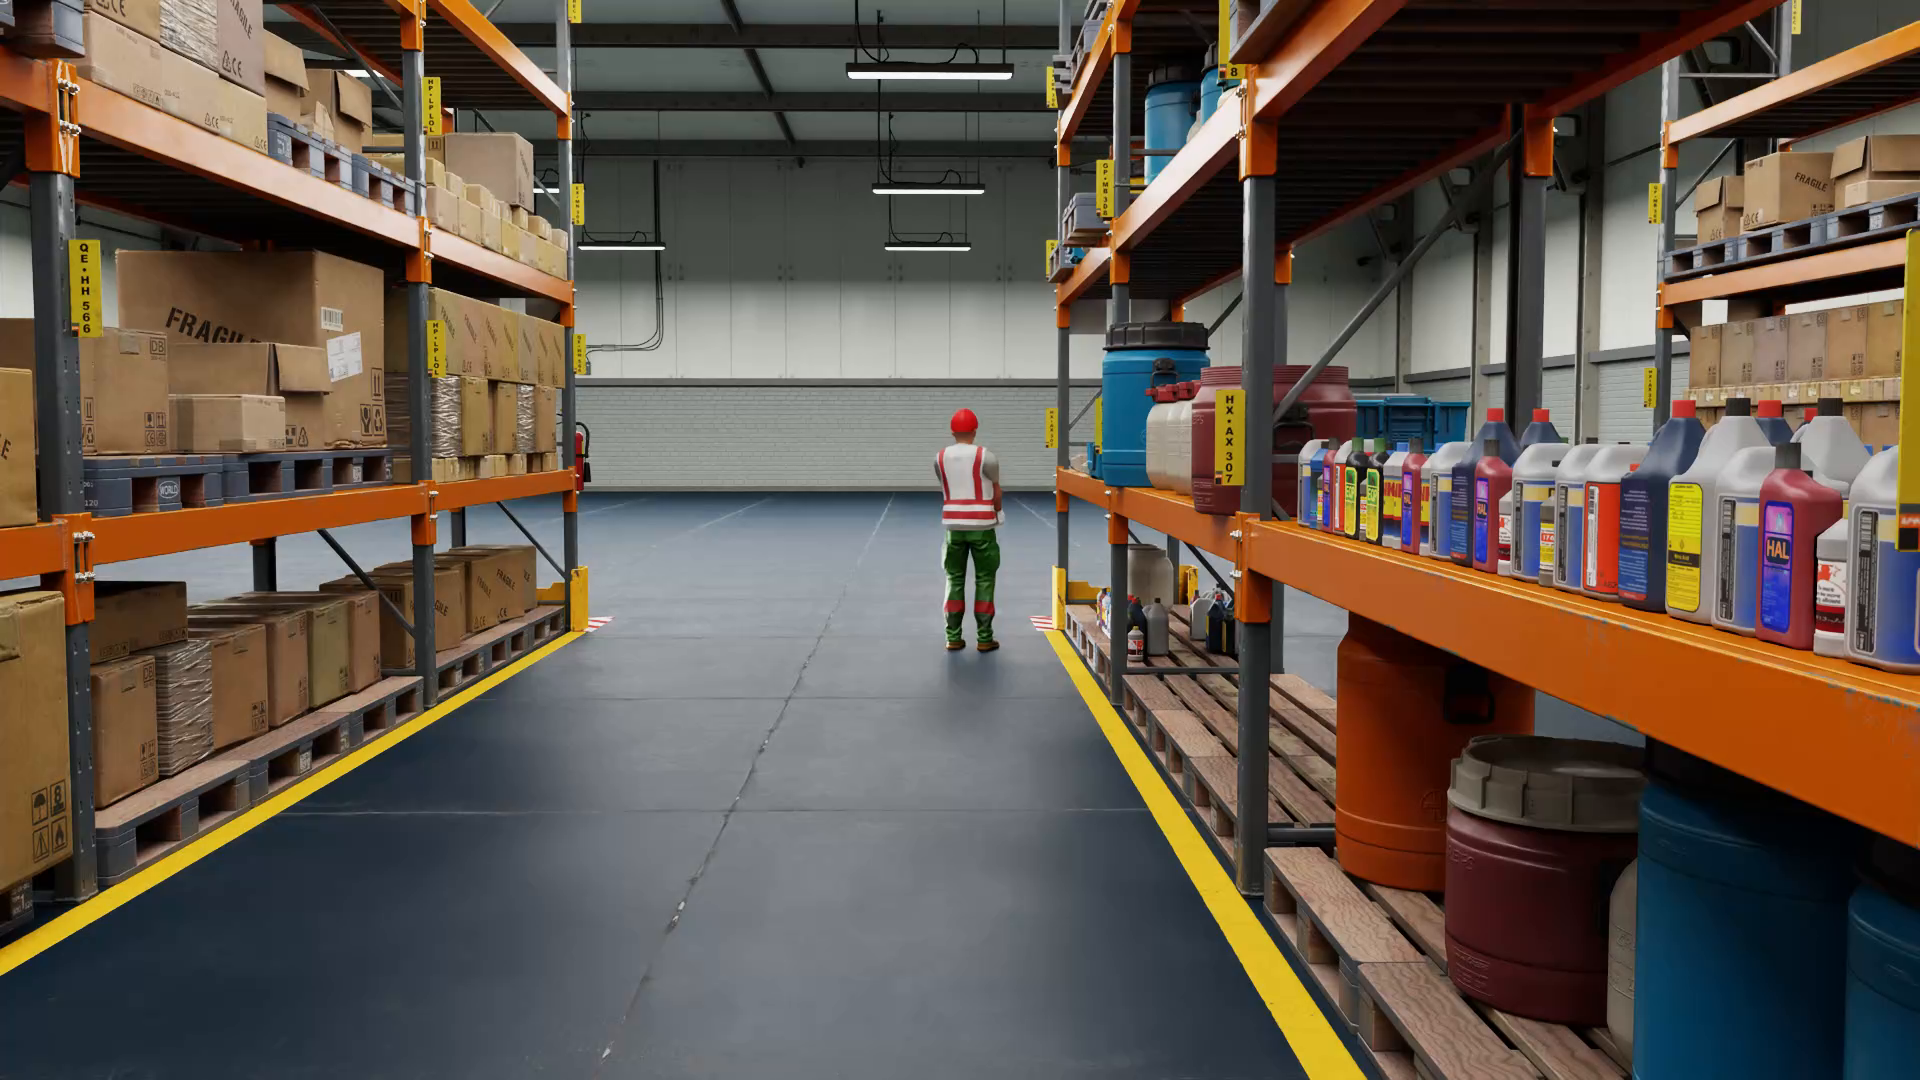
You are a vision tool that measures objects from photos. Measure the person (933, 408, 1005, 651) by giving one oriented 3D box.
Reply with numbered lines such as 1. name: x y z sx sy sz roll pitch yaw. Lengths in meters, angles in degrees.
1. person: 0.089 -0.087 12.384 0.494 1.782 0.560 1 4 19
